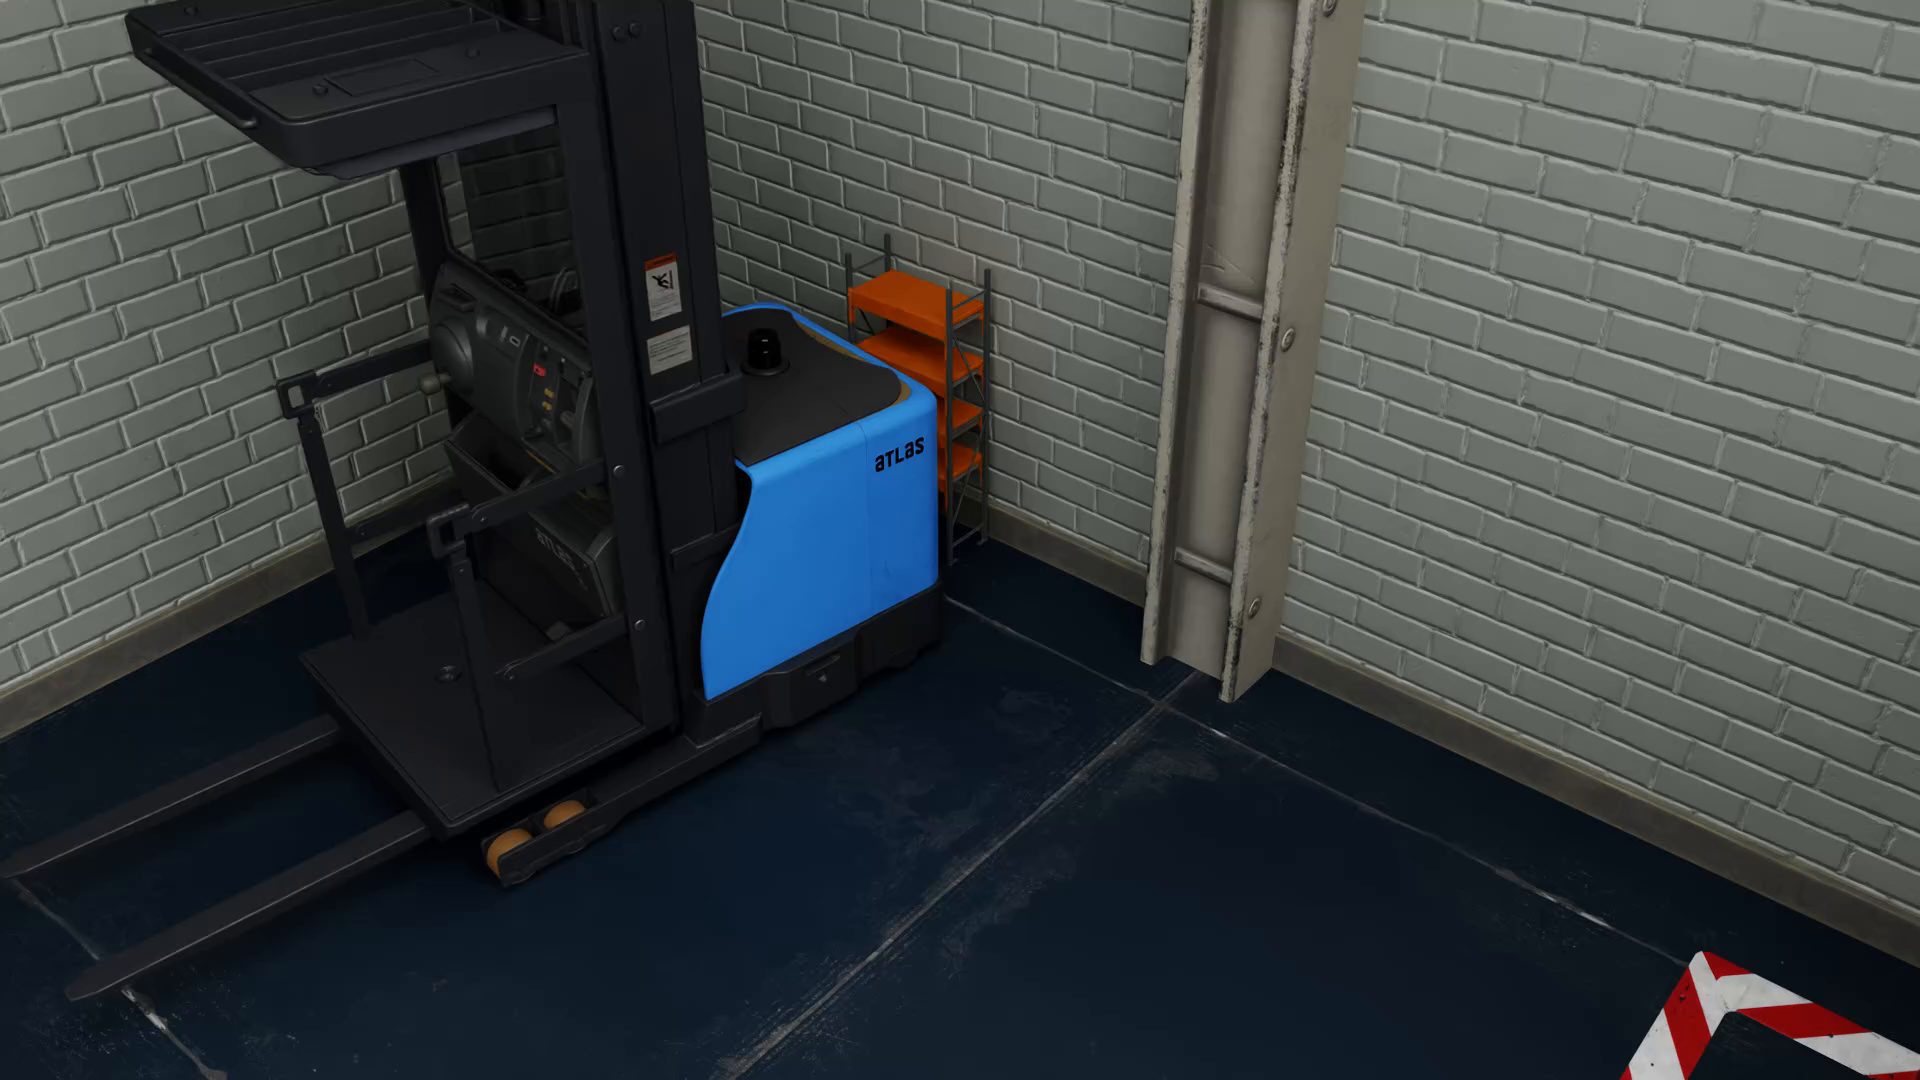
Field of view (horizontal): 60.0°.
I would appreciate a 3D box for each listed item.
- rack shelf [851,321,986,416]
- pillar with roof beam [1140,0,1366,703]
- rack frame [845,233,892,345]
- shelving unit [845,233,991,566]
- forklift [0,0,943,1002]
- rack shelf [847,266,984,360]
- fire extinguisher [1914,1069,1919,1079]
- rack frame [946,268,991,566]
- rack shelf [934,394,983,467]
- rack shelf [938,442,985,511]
[{"bbox_3d":[-0.159,-0.661,6.376,0.480,0.148,0.258,25,41,31],"label":"rack shelf"},{"bbox_3d":[-1.846,-1.393,0.829,0.400,9.000,9.100,25,42,32],"label":"pillar with roof beam"},{"bbox_3d":[-0.348,-0.620,6.592,0.015,1.200,0.240,25,41,31],"label":"rack frame"},{"bbox_3d":[-0.159,-0.532,6.465,0.503,1.200,0.258,25,41,31],"label":"shelving unit"},{"bbox_3d":[-1.502,-0.474,4.852,3.031,2.935,1.130,-26,42,-33],"label":"forklift"},{"bbox_3d":[-0.158,-0.856,6.243,0.480,0.148,0.258,25,41,31],"label":"rack shelf"},{"bbox_3d":[1.995,0.909,3.174,0.183,0.674,0.296,25,42,32],"label":"fire extinguisher"},{"bbox_3d":[0.030,-0.445,6.337,0.015,1.200,0.240,25,41,31],"label":"rack frame"},{"bbox_3d":[-0.159,-0.477,6.503,0.480,0.148,0.258,25,41,31],"label":"rack shelf"},{"bbox_3d":[-0.159,-0.313,6.615,0.480,0.148,0.258,25,41,31],"label":"rack shelf"}]
